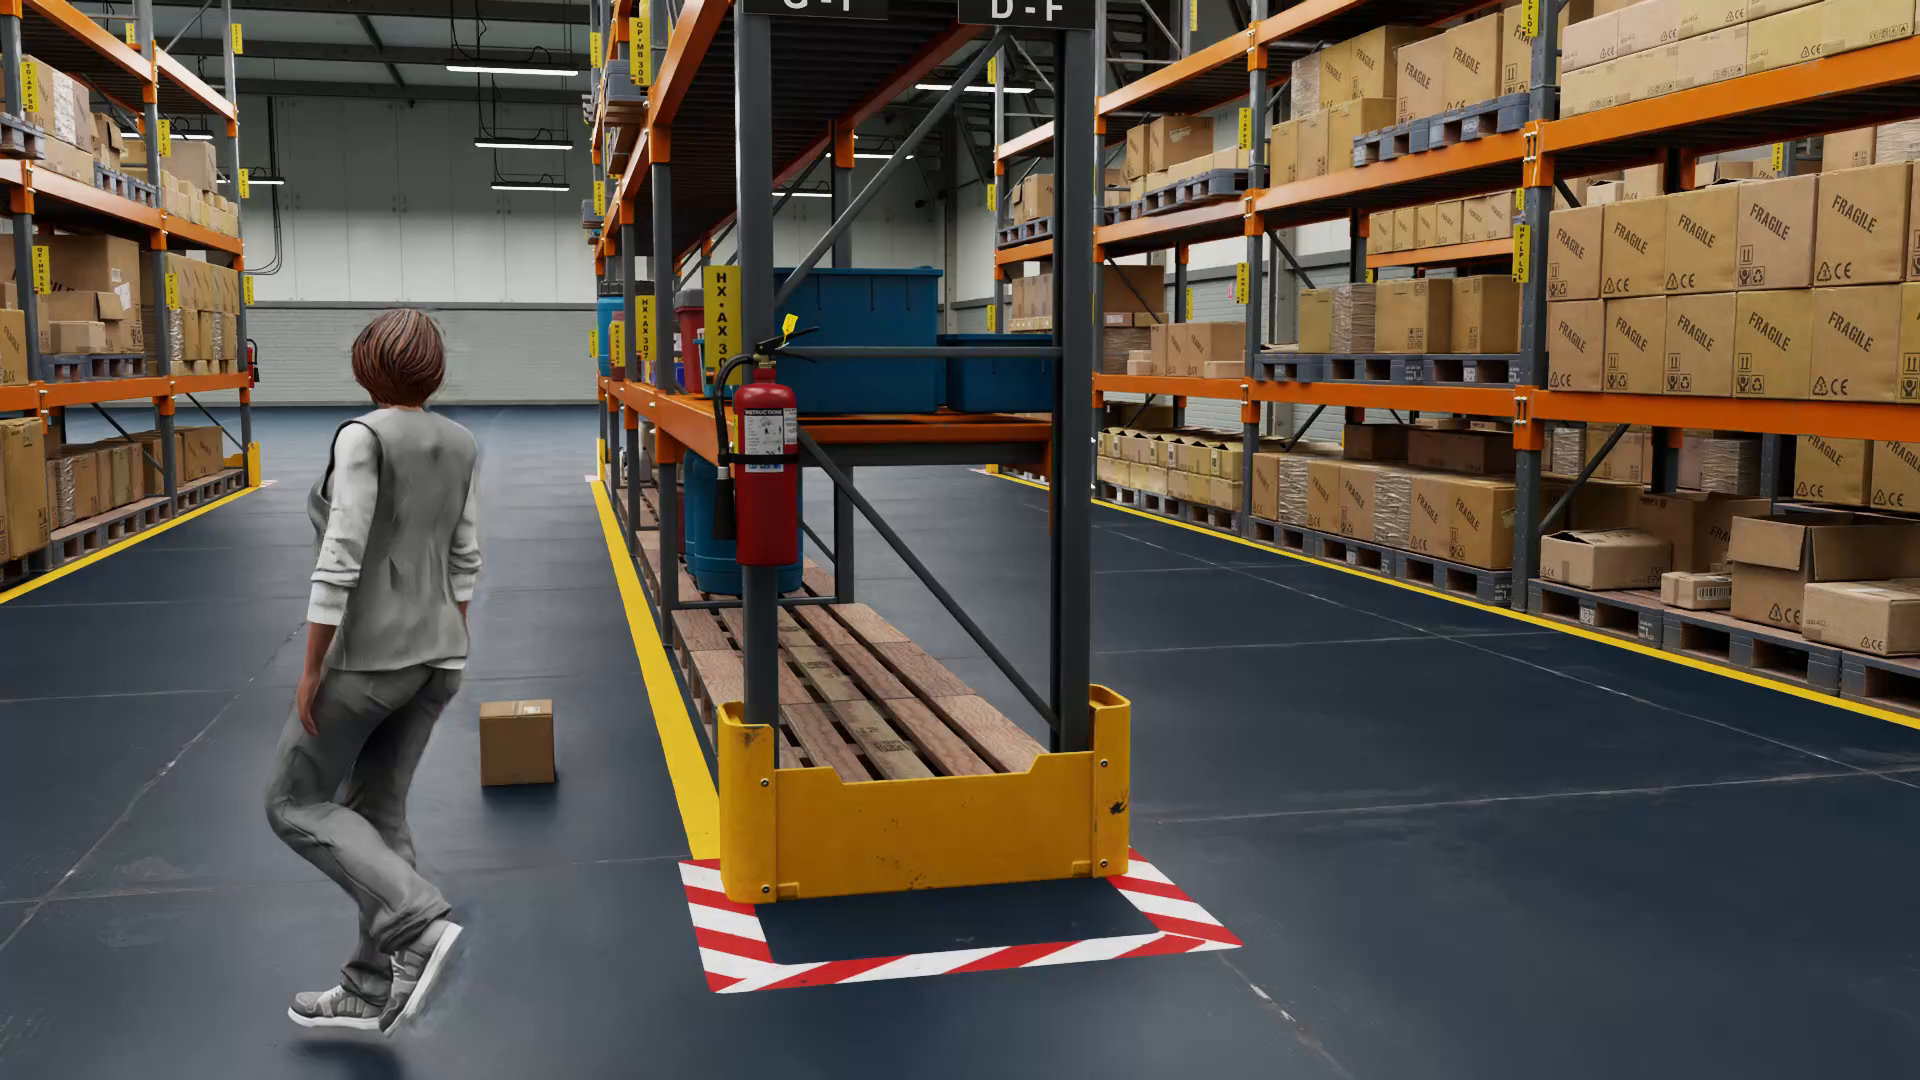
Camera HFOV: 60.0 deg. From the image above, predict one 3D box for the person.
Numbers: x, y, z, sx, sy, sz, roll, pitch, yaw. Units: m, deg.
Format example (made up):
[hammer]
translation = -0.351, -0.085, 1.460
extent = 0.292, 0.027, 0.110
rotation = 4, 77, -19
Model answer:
[person]
translation = -1.231, 0.290, 3.642
extent = 0.474, 1.564, 0.466
rotation = 2, 7, 21
